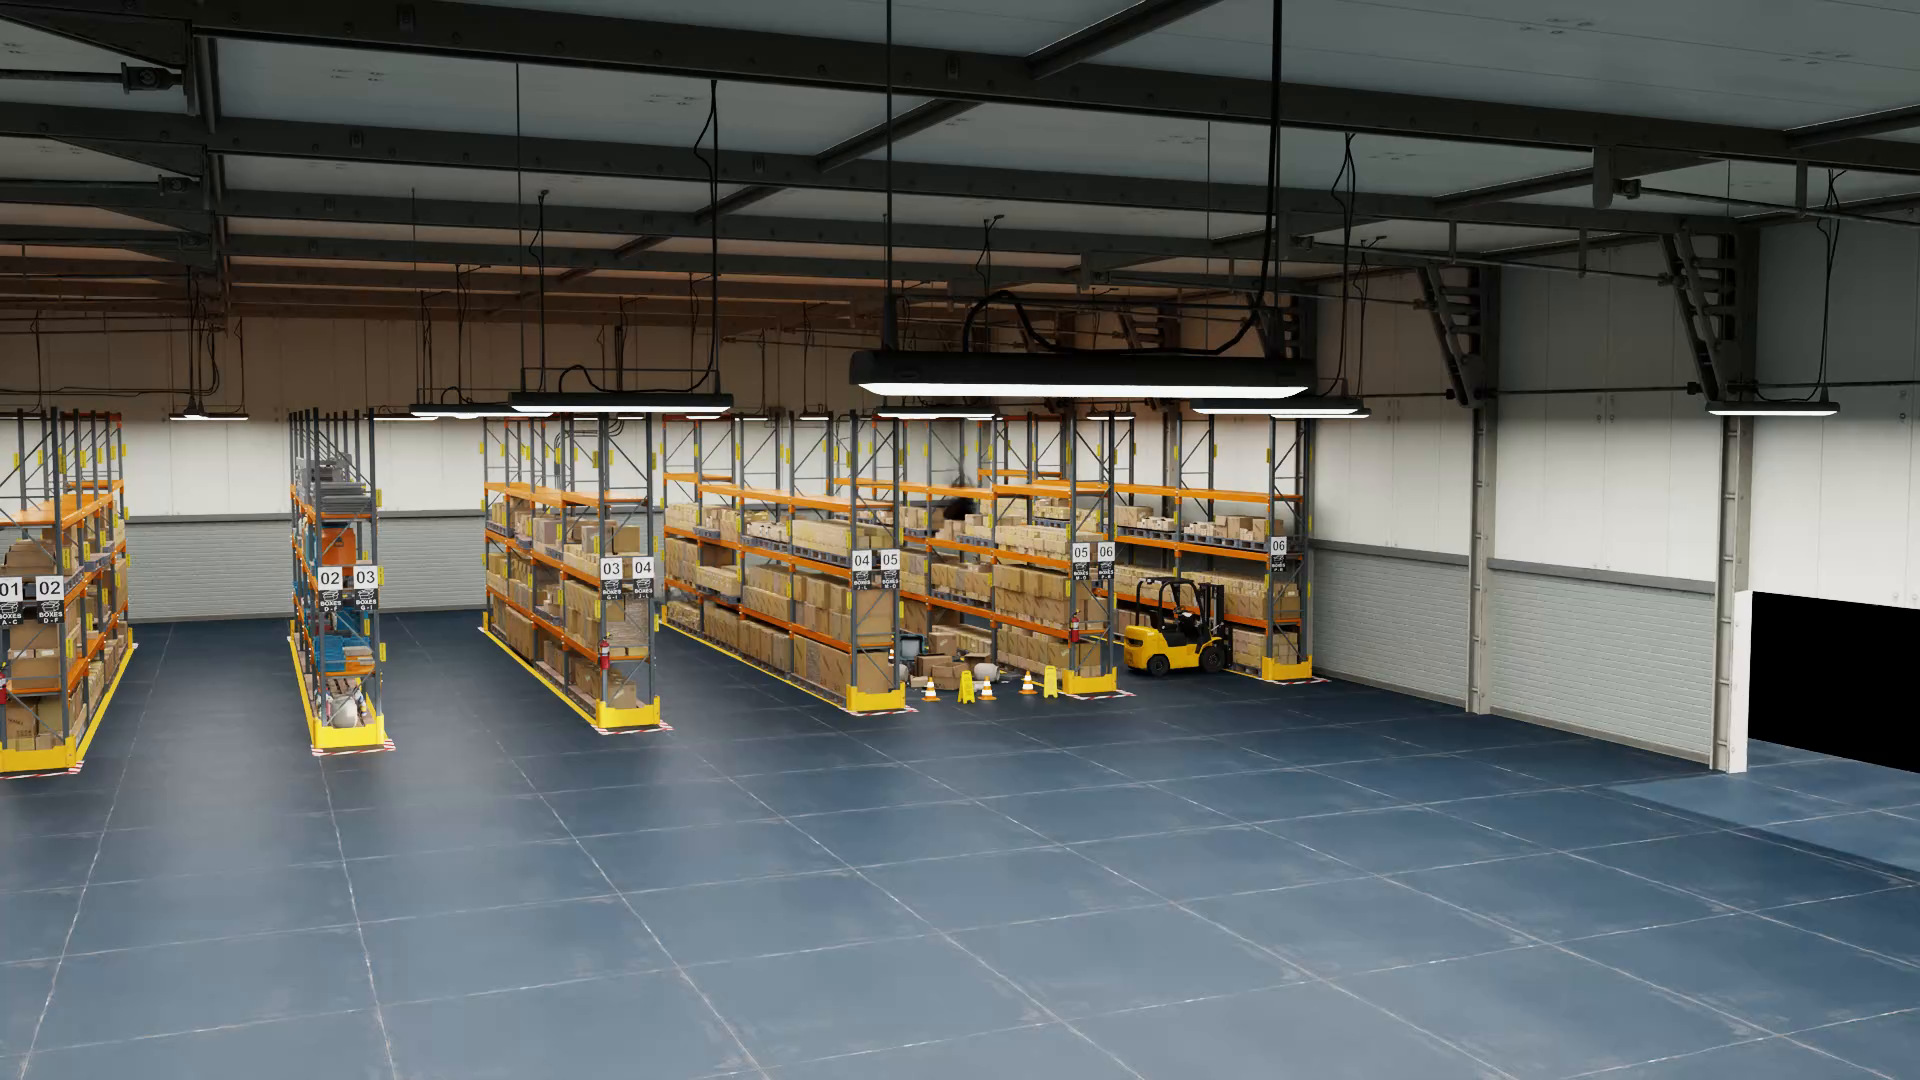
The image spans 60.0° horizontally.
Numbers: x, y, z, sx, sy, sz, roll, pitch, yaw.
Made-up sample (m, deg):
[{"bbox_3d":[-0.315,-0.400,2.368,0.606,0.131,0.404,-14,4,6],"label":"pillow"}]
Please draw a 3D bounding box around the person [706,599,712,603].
[{"bbox_3d":[-7.340,1.368,49.737,0.914,1.780,0.691,-2,4,-22],"label":"person"}]

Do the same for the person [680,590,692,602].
[{"bbox_3d":[-8.061,1.446,49.208,0.681,1.698,0.548,-2,4,-26],"label":"person"}]

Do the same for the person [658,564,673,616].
[{"bbox_3d":[-8.662,1.482,49.219,0.557,1.589,0.667,-1,4,-20],"label":"person"}]

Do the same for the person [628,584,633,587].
[{"bbox_3d":[-9.529,1.535,48.612,0.809,1.582,0.690,-4,5,-43],"label":"person"}]
